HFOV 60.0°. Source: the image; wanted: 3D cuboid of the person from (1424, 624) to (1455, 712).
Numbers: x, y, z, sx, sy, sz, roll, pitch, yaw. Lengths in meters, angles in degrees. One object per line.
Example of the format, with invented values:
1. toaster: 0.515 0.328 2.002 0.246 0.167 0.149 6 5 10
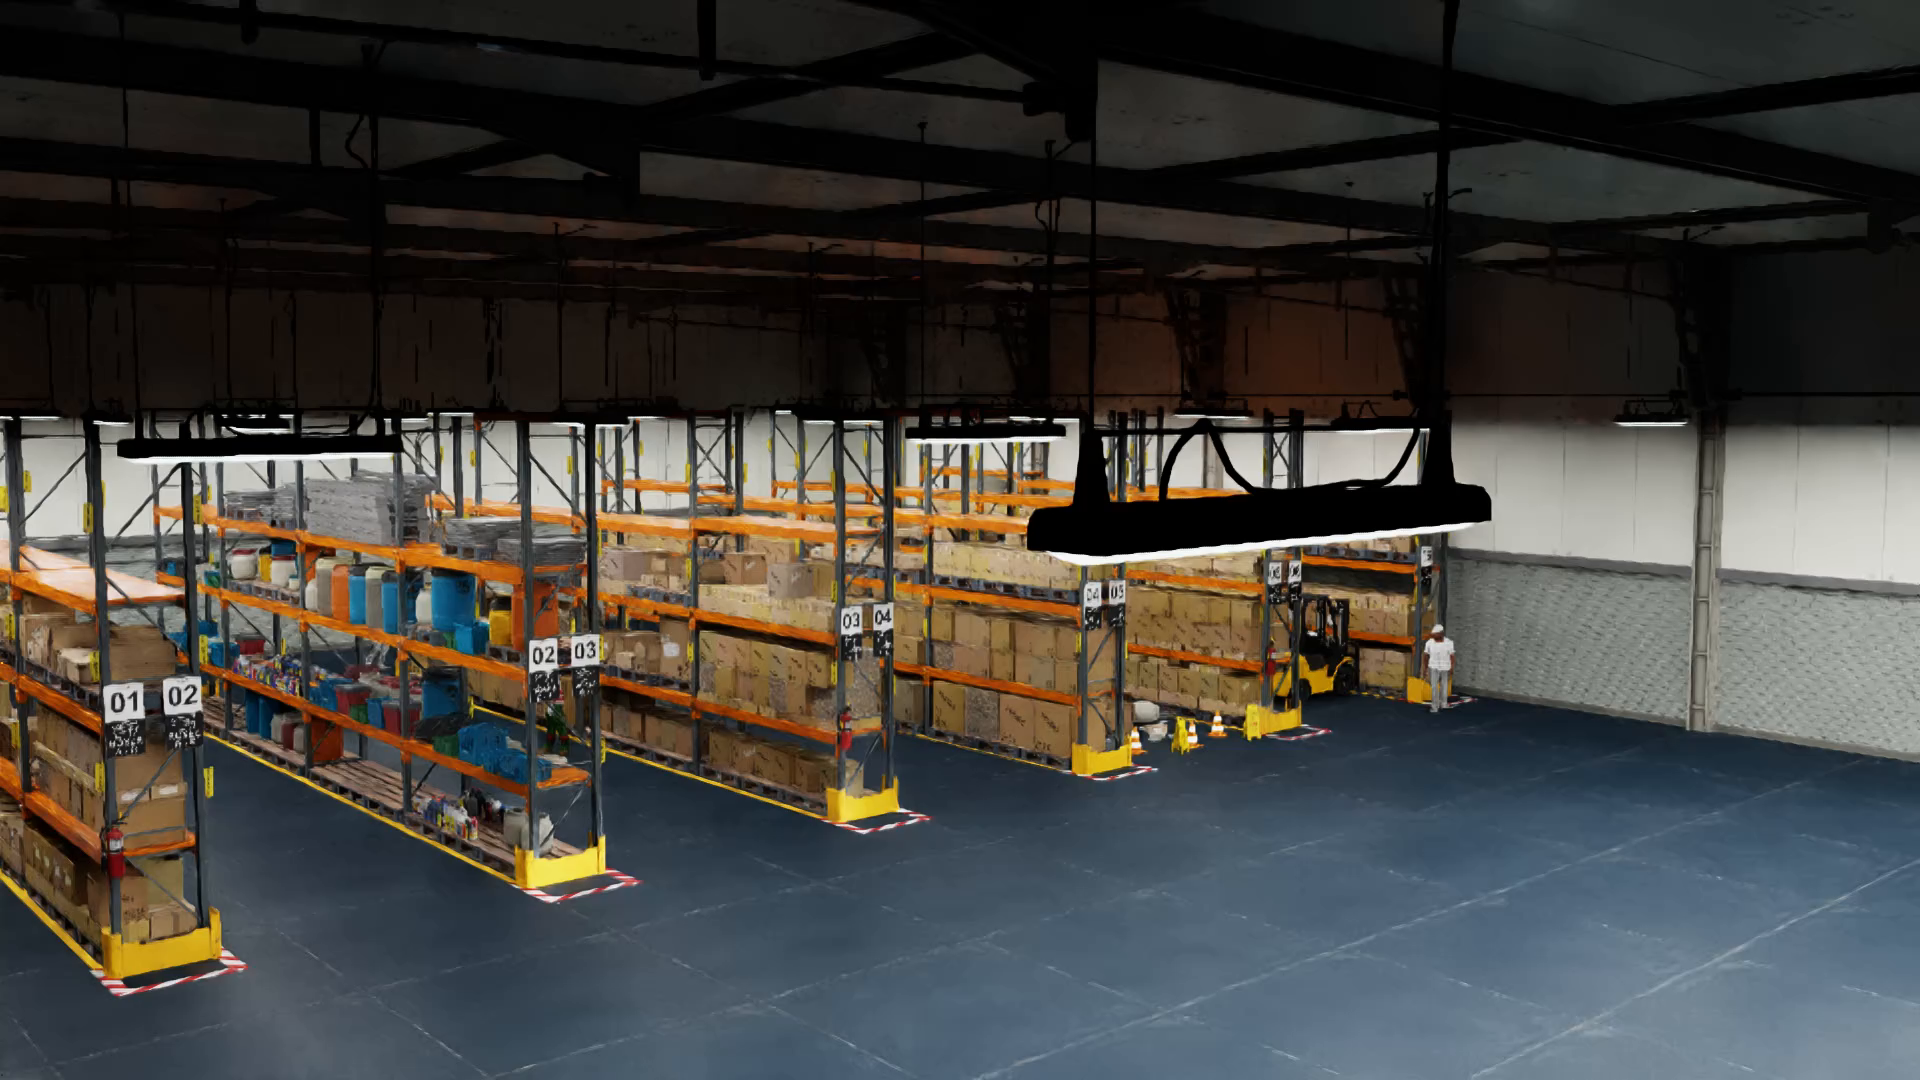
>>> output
1. person: 9.568 2.549 33.208 0.594 1.762 0.614 2 5 17

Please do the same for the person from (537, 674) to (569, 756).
1. person: -7.170 2.867 29.152 0.583 1.786 0.658 -2 5 -17

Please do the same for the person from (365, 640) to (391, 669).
1. person: -13.398 2.094 38.257 0.574 1.771 0.598 1 5 14
